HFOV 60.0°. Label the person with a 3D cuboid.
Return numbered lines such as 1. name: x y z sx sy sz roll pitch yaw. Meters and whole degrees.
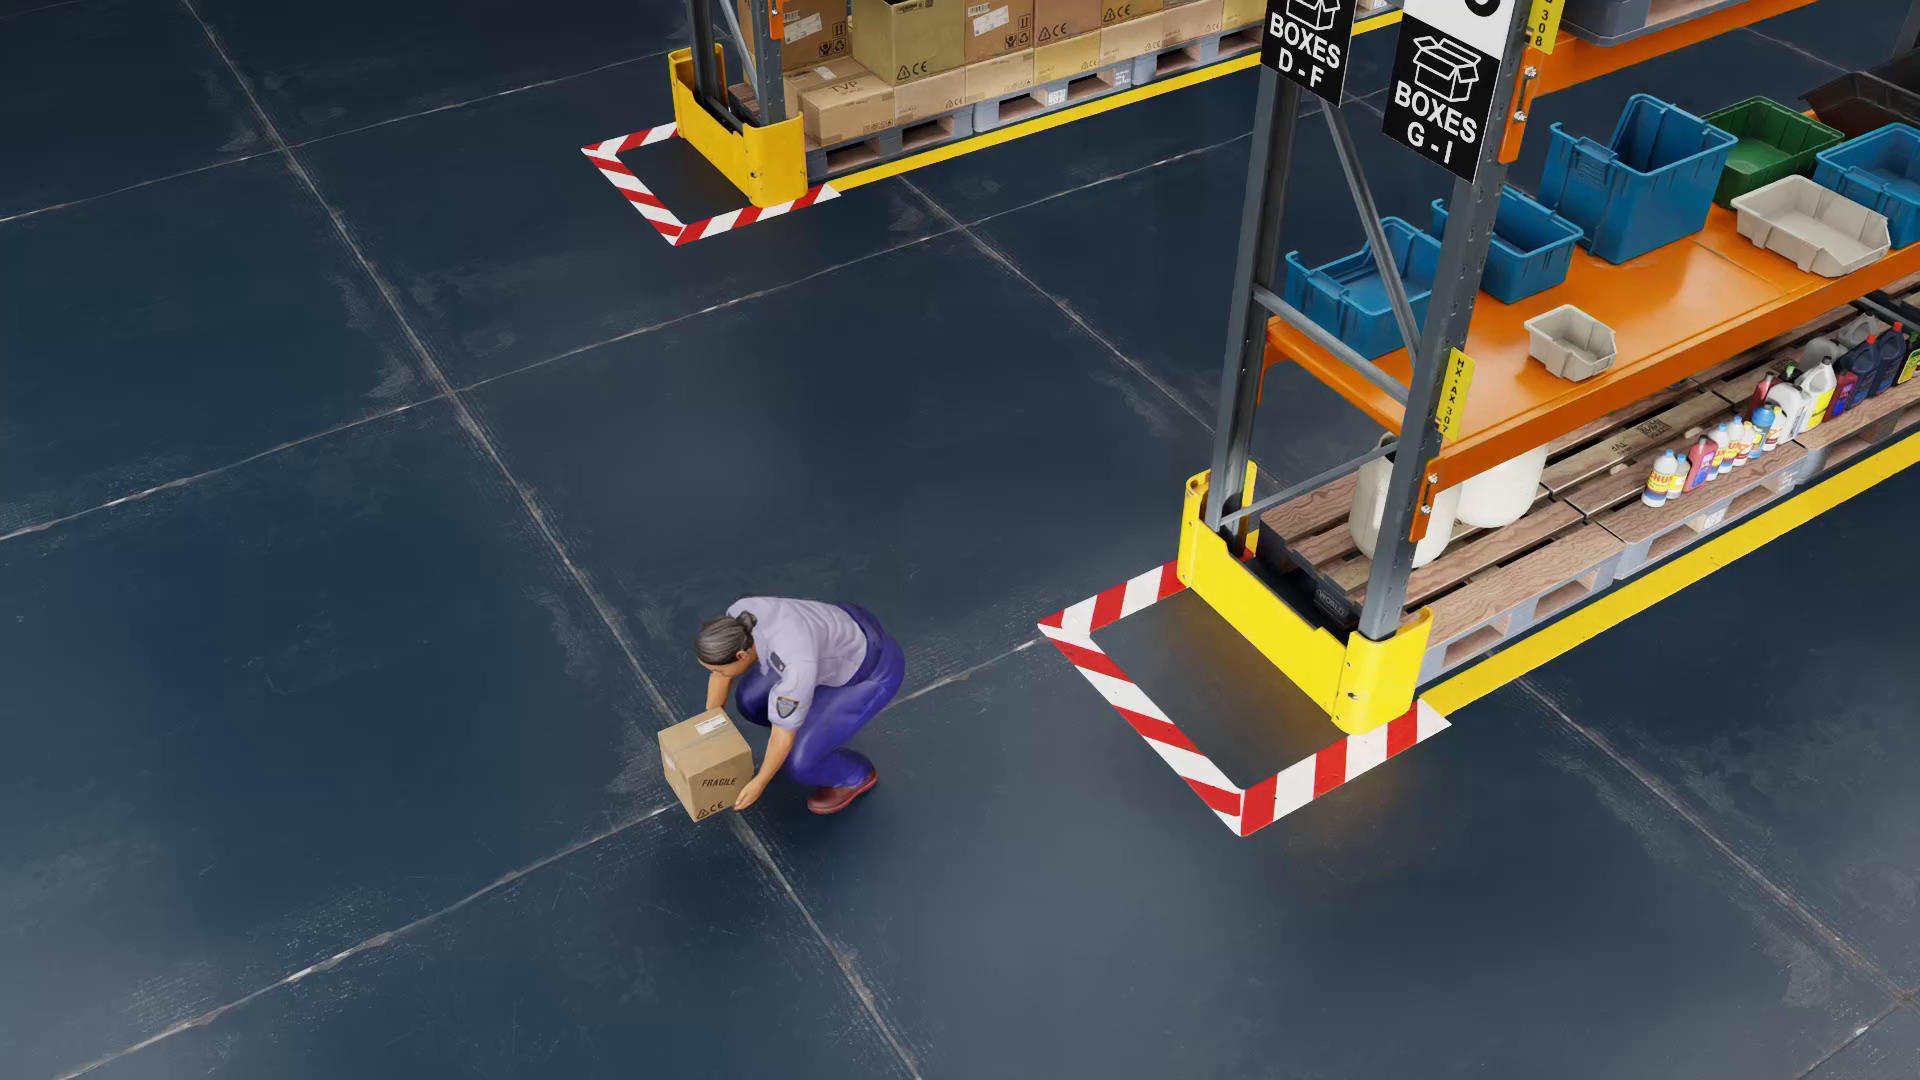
1. person: -0.579 0.543 6.022 0.792 1.029 0.530 -23 46 -24
